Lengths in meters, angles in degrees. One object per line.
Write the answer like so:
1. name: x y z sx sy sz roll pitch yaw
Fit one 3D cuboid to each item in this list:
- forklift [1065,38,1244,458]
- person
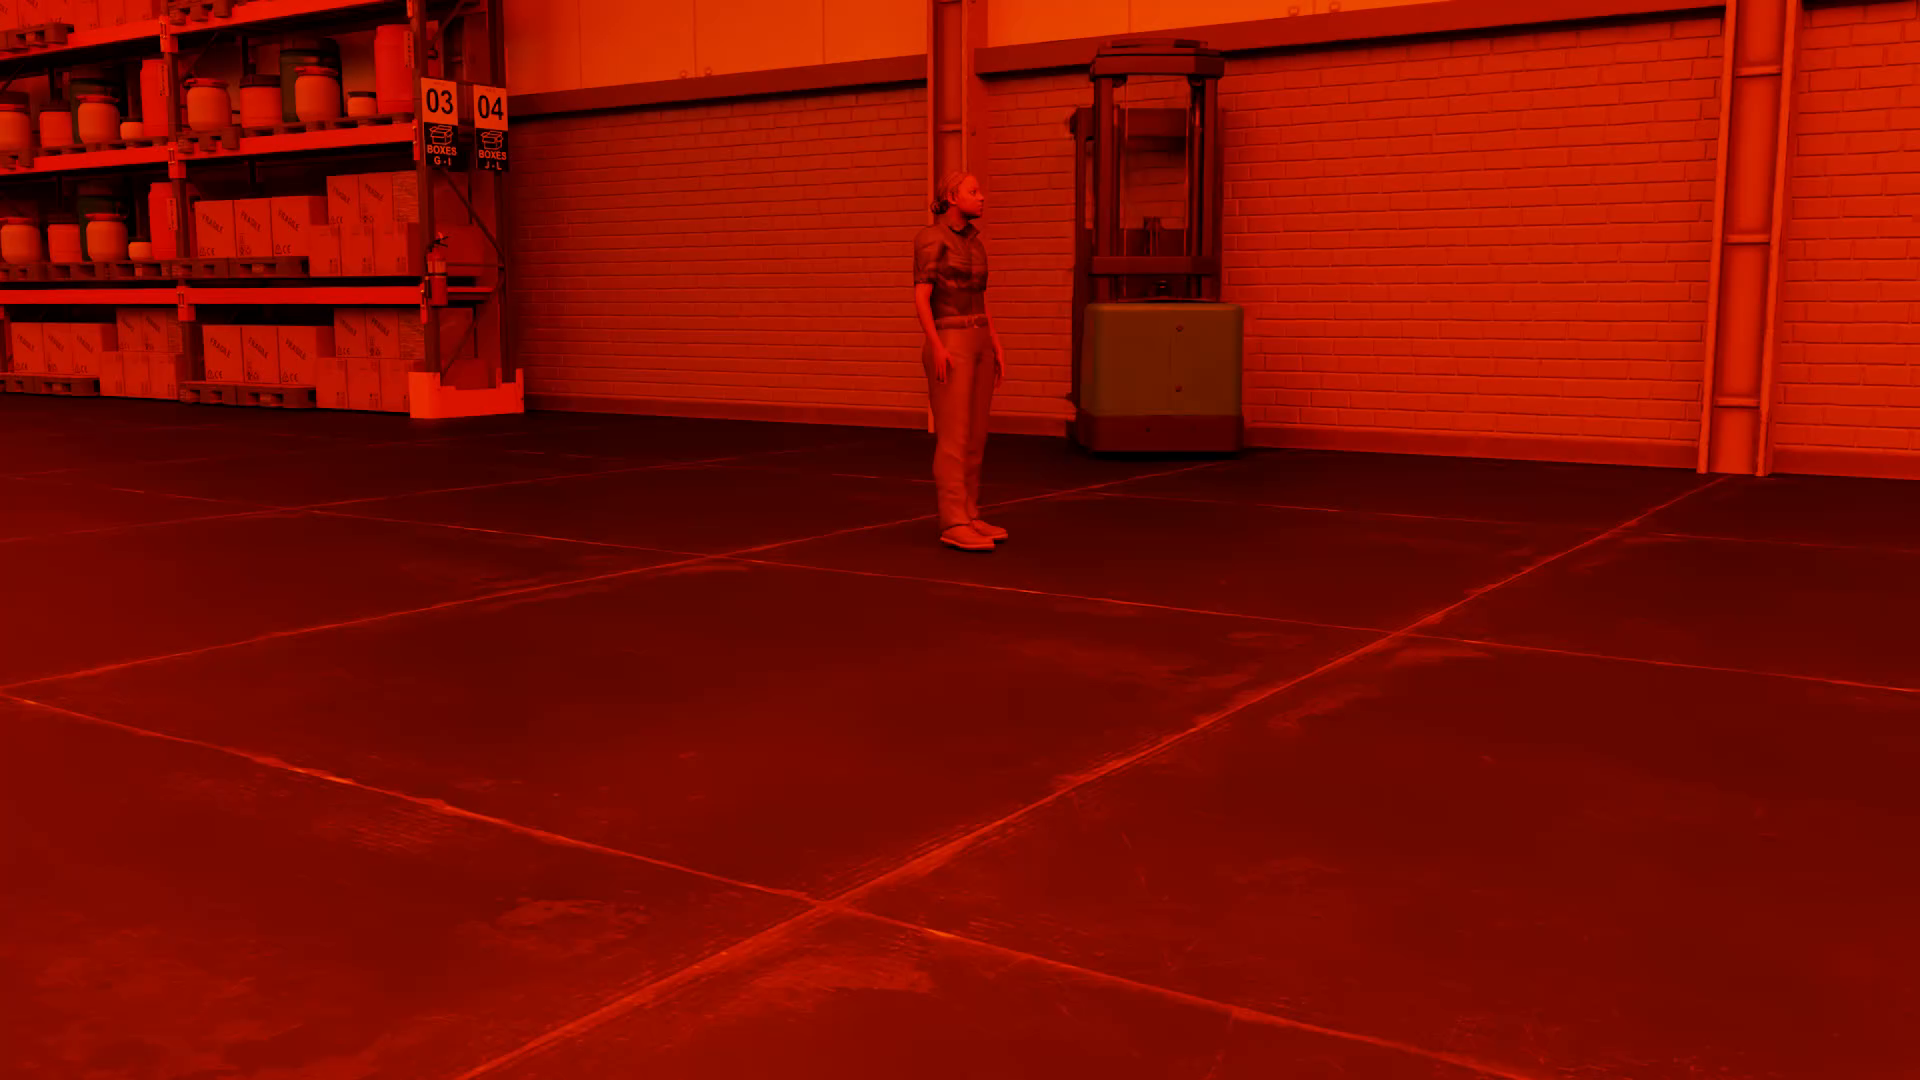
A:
1. forklift: 1.397 -2.197 12.640 1.130 2.935 3.031 0 8 -1
2. person: 0.061 -0.817 7.421 0.504 1.654 0.569 5 10 34
